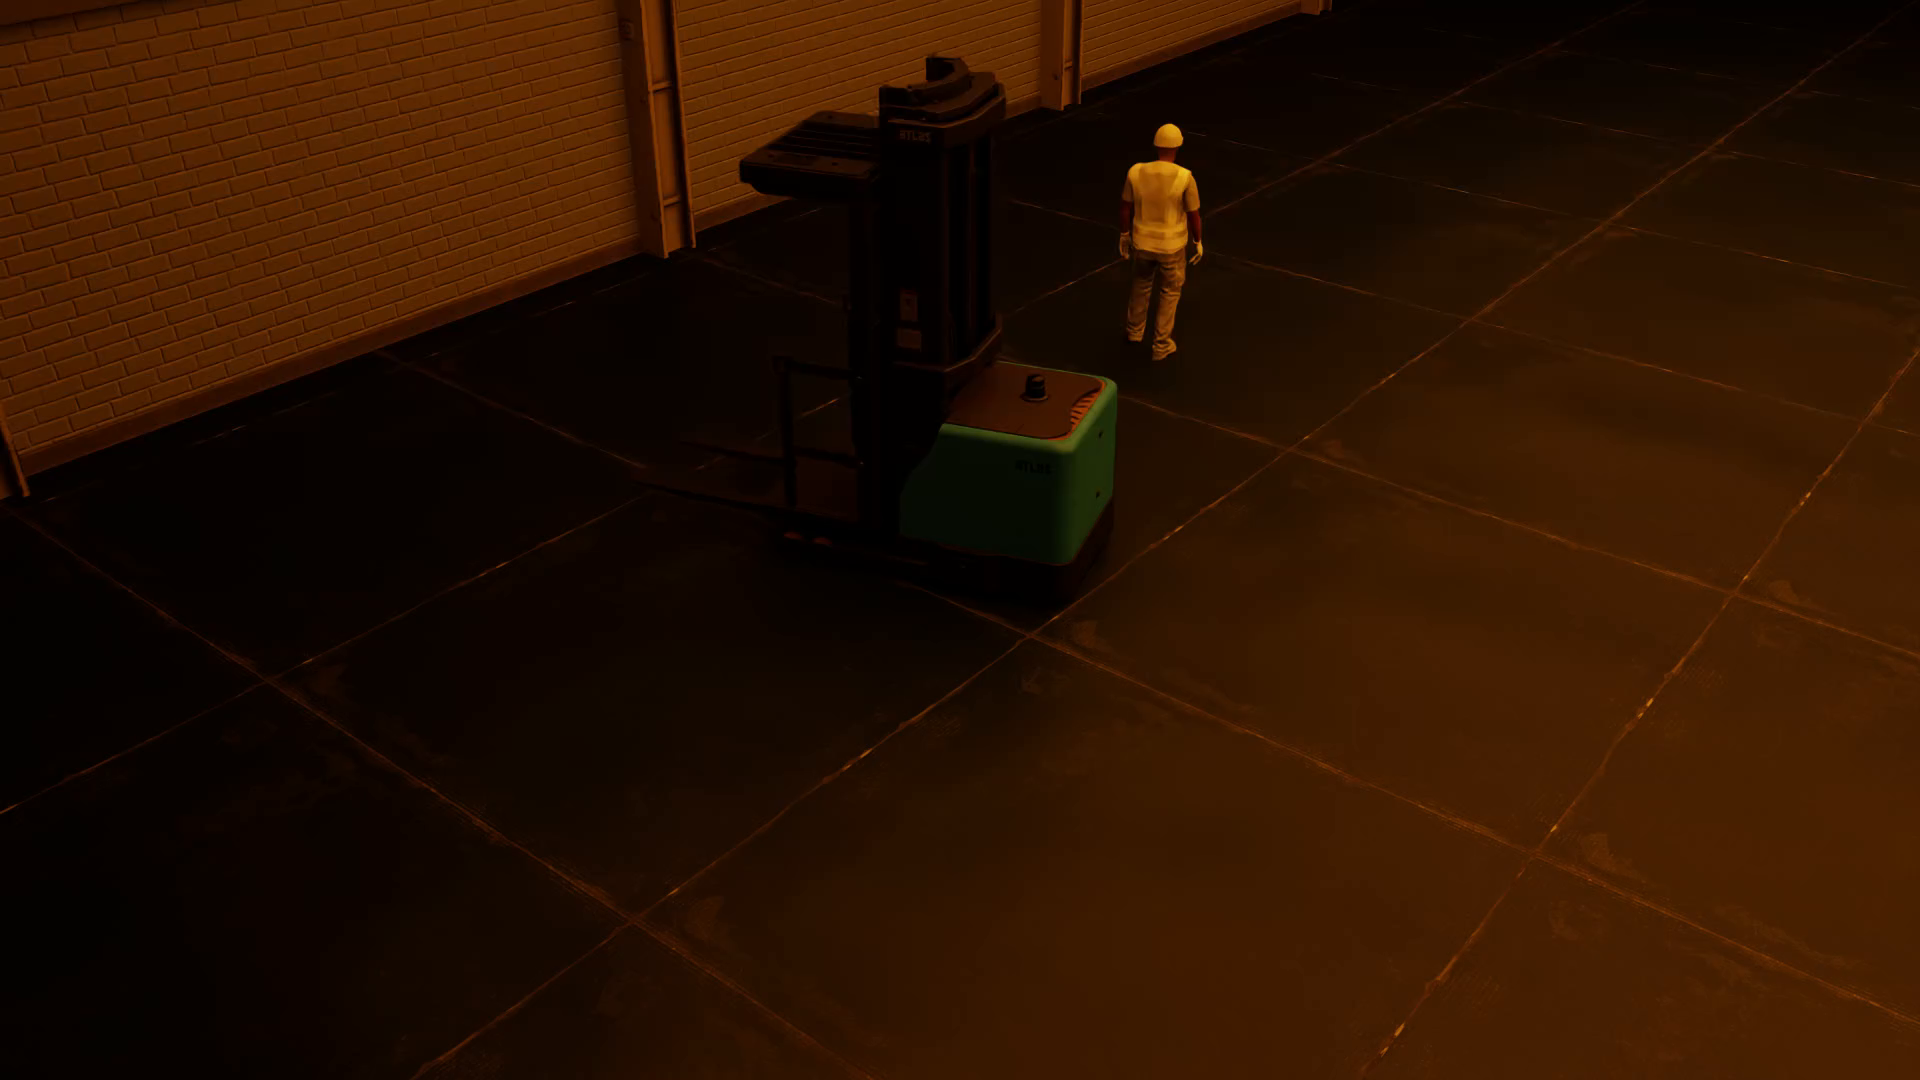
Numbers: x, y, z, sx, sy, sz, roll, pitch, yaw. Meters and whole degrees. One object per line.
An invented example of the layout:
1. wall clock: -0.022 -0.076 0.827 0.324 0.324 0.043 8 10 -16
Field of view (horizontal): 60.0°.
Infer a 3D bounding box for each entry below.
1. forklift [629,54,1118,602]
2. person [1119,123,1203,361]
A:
1. forklift: -0.605 -1.352 9.909 3.031 2.935 1.130 11 32 18
2. person: 1.551 -2.279 12.680 0.641 1.800 0.509 16 34 25
